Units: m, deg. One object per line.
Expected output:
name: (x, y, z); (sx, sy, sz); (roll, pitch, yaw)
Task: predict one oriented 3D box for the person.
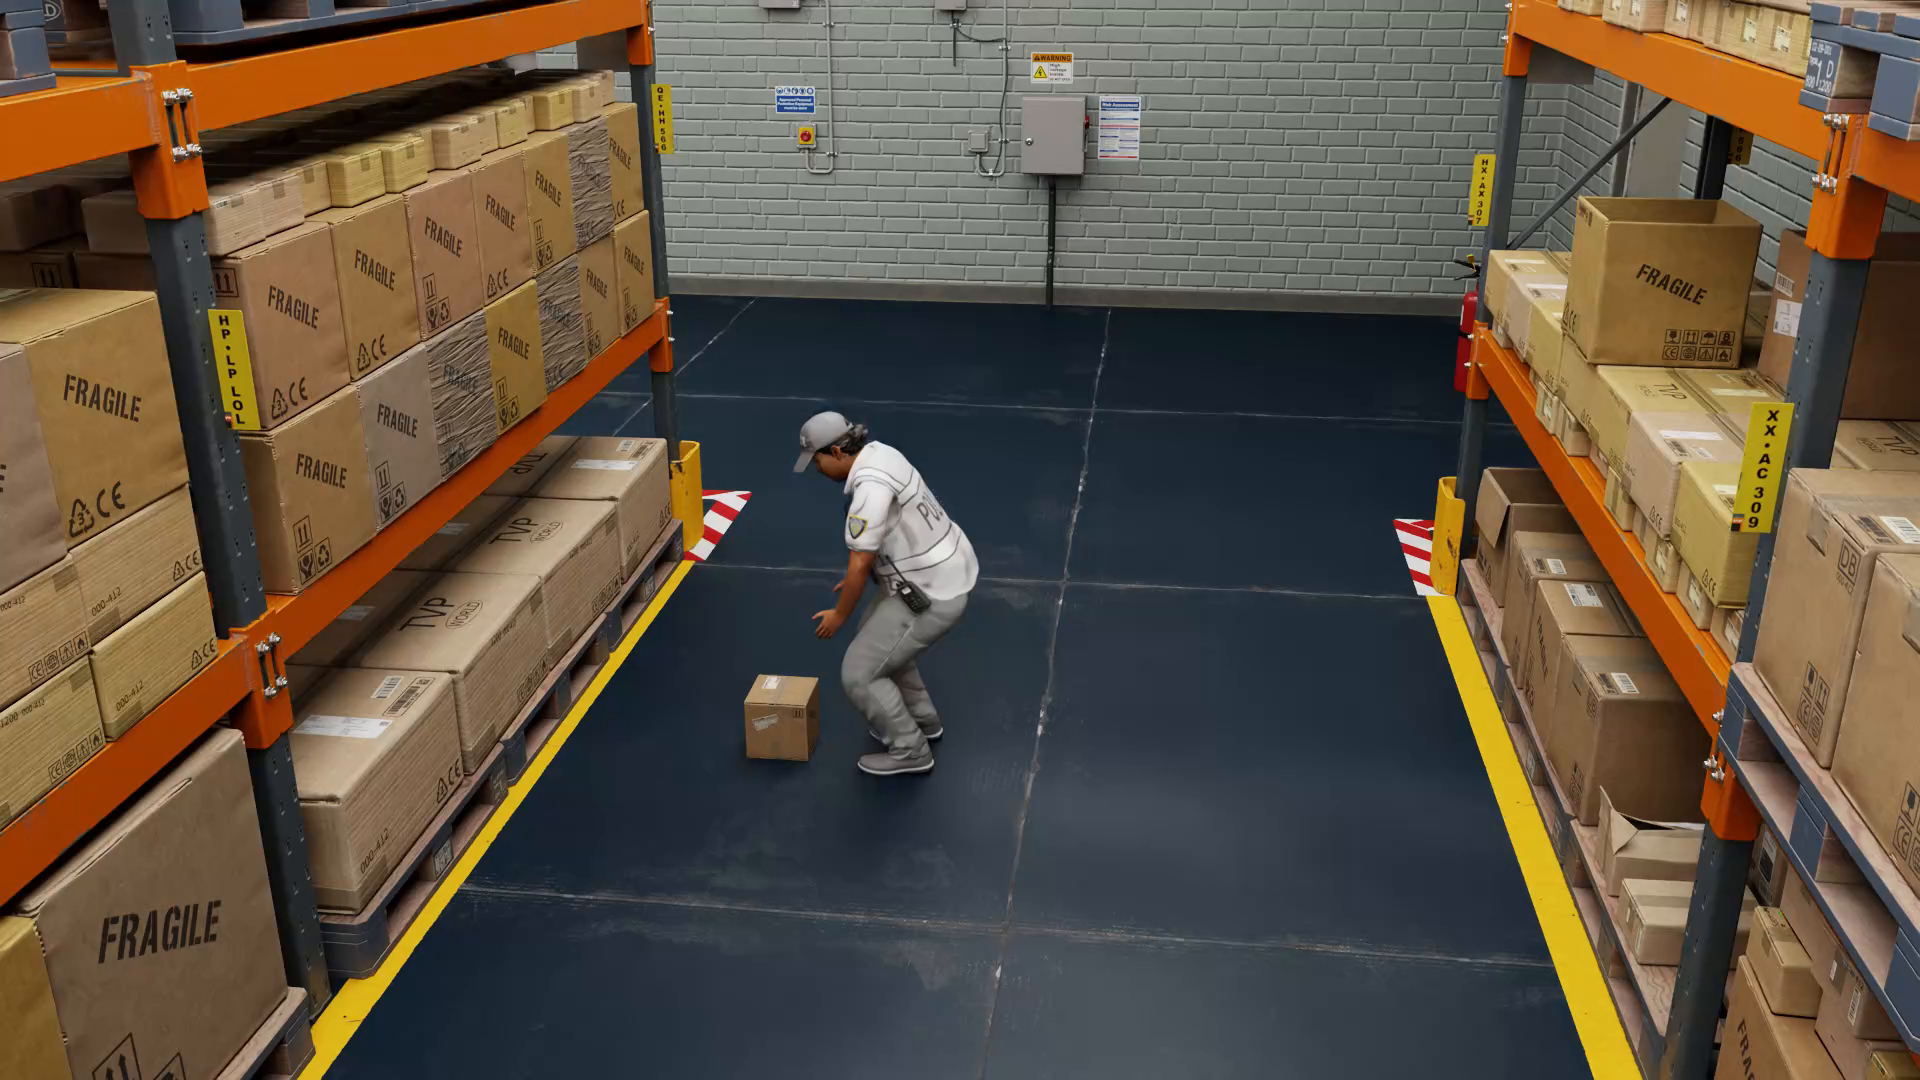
person: (-0.281, 0.203, 6.397); (0.691, 1.432, 0.532); (3, 21, 7)
